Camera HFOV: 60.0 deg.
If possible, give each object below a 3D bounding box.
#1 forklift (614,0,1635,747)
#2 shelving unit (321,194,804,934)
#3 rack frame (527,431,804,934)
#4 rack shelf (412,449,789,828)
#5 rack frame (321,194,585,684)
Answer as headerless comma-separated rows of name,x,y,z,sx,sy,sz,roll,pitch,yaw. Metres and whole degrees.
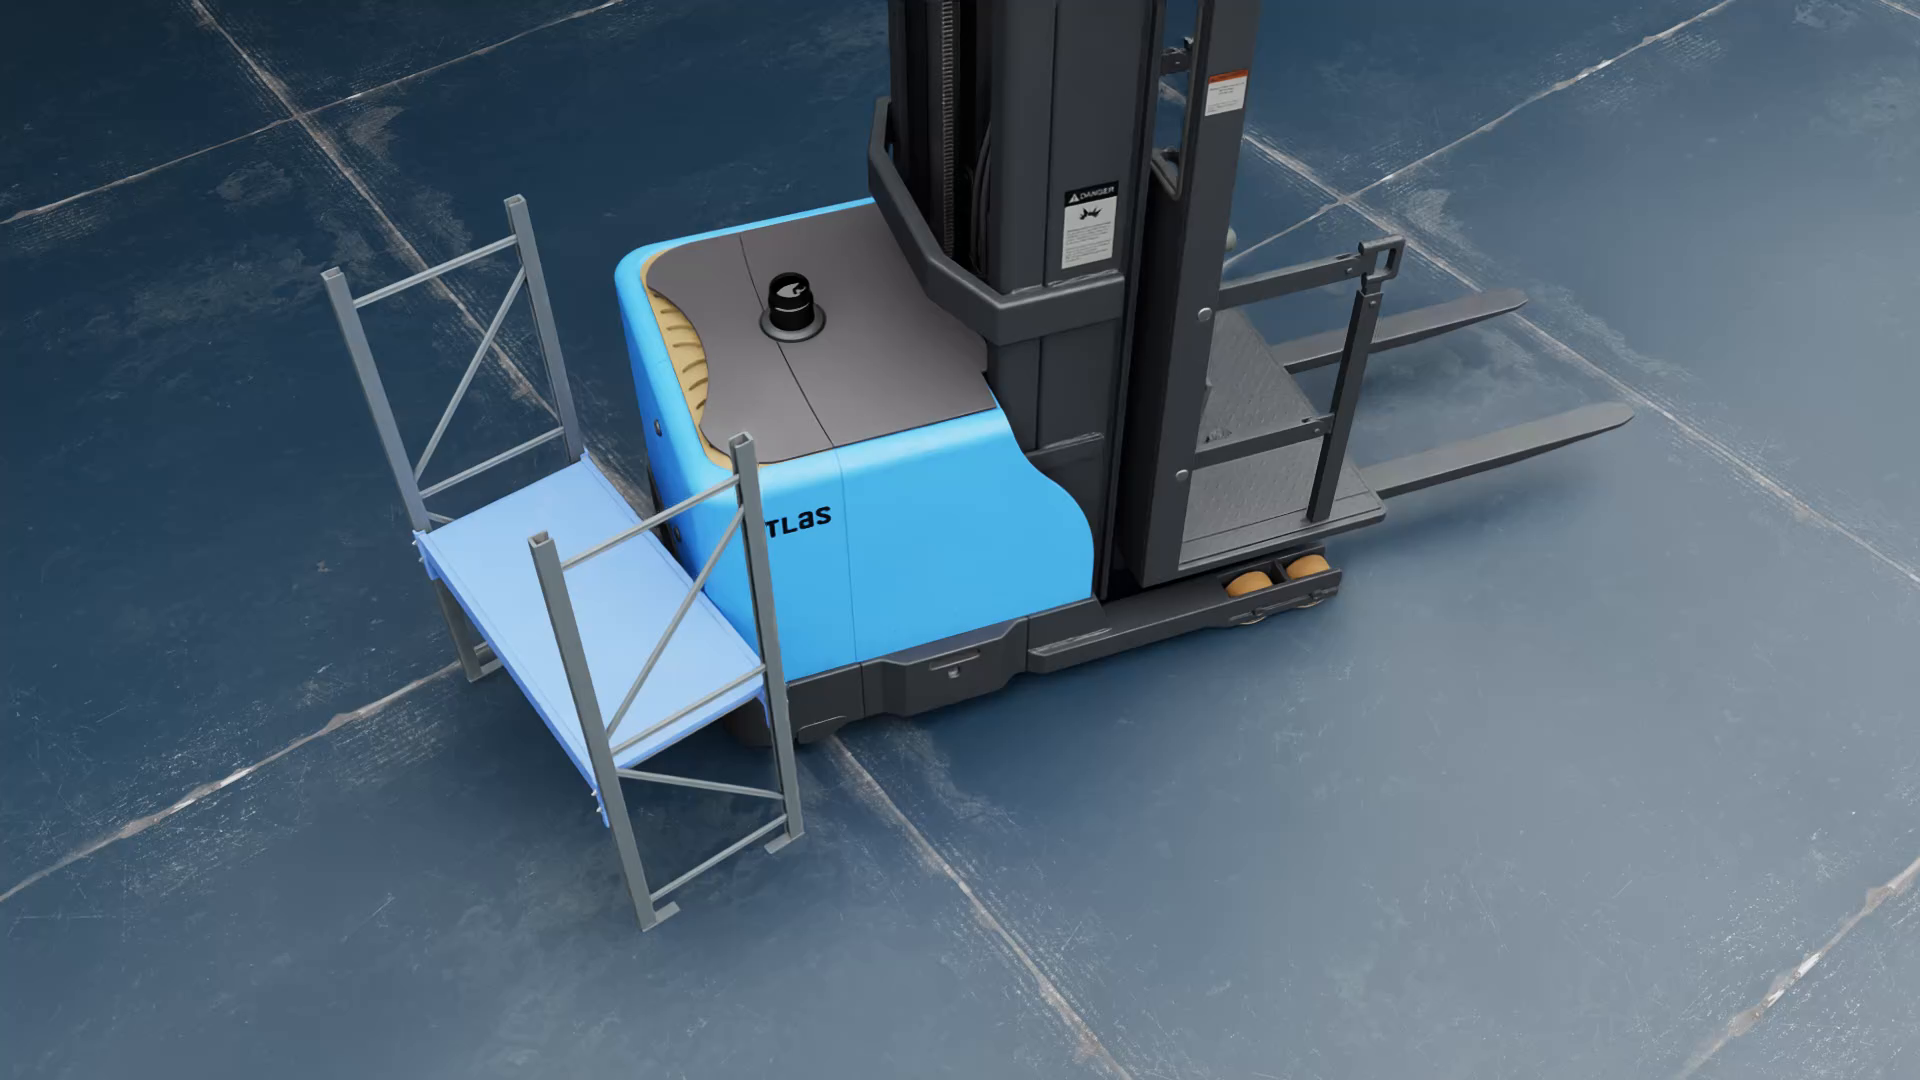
forklift,0.621,-1.085,4.255,3.031,2.935,1.130,-15,50,-13
shelving unit,-0.938,0.098,4.149,0.538,1.500,1.048,-29,54,-24
rack frame,-0.632,0.399,3.876,0.500,1.500,0.032,-29,54,-24
rack shelf,-0.938,0.218,4.282,0.538,0.185,1.000,-29,54,-24
rack frame,-1.243,-0.203,4.422,0.500,1.500,0.032,-29,54,-24
